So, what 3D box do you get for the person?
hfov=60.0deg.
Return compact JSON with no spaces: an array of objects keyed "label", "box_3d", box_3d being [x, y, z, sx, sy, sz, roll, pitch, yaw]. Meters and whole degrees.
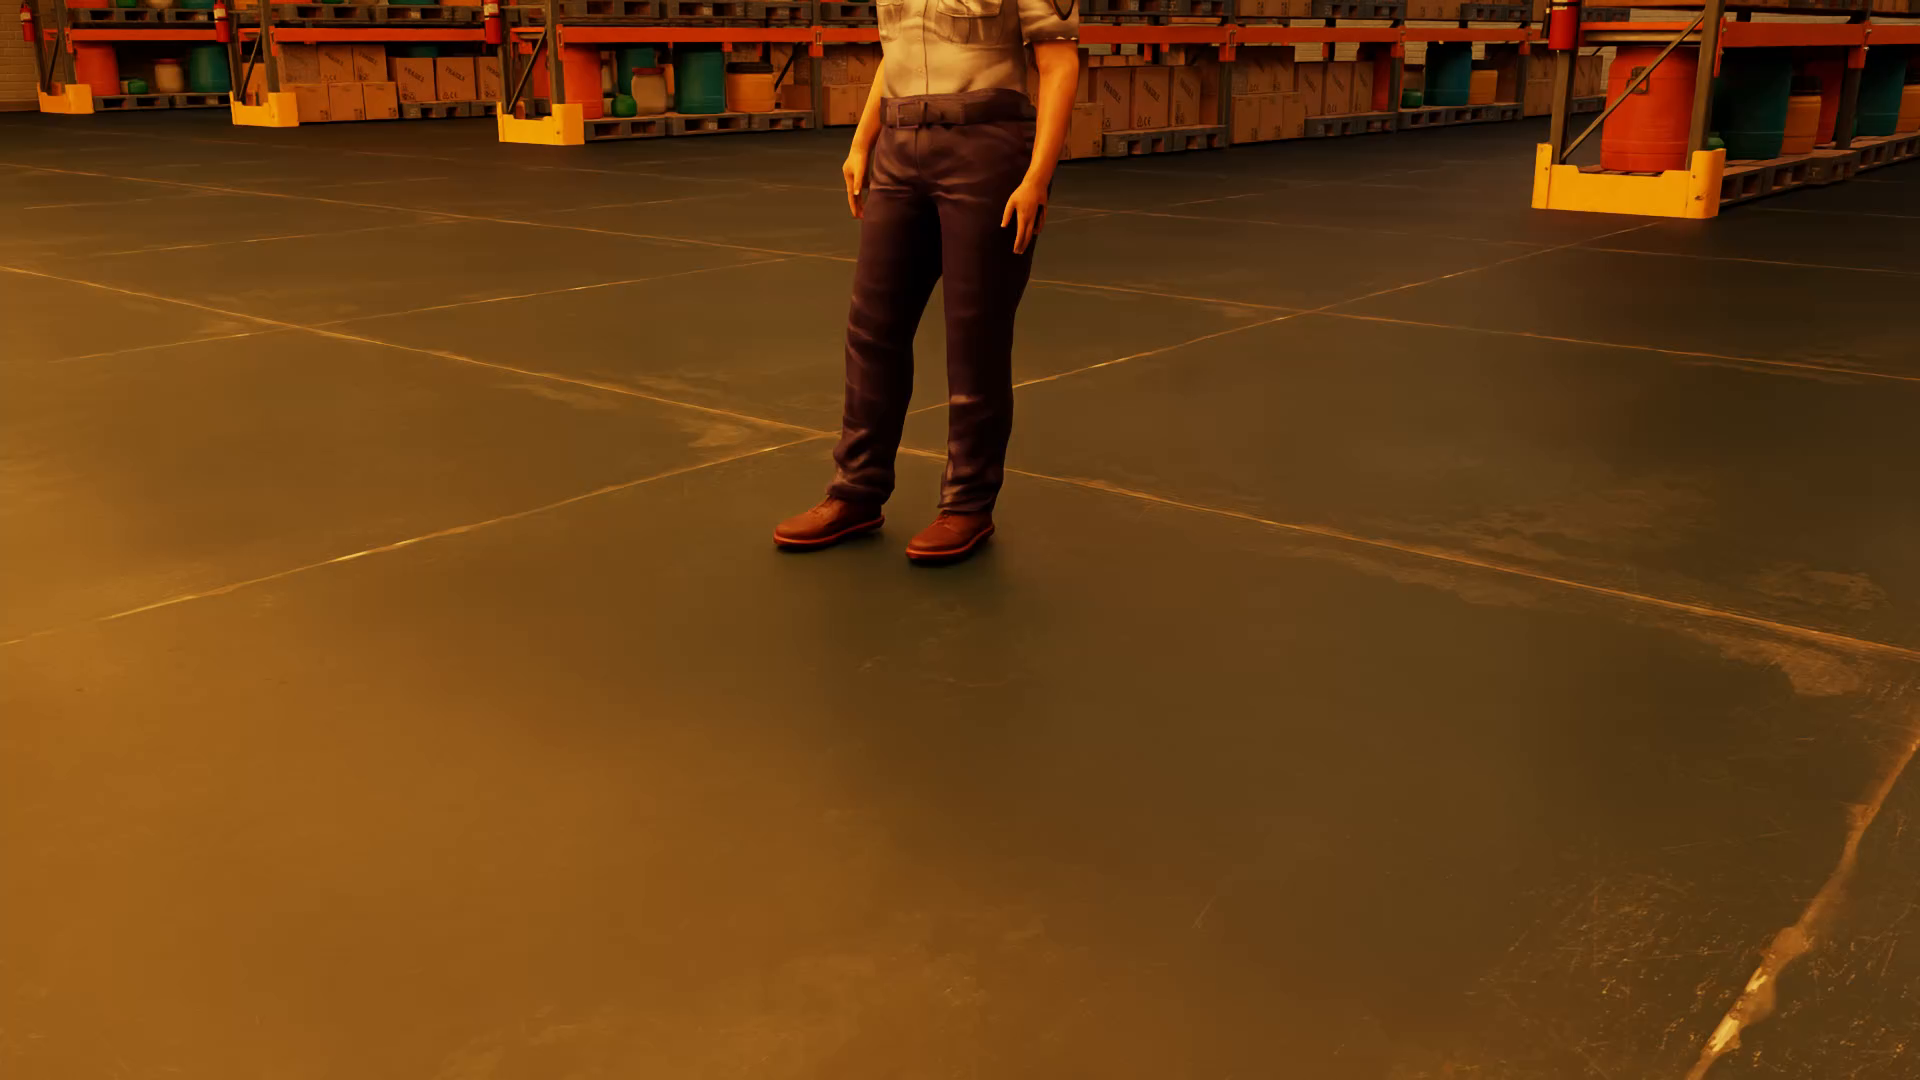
[{"label":"person","box_3d":[-0.075,-0.779,3.648,0.598,1.651,0.502,13,21,37]}]
